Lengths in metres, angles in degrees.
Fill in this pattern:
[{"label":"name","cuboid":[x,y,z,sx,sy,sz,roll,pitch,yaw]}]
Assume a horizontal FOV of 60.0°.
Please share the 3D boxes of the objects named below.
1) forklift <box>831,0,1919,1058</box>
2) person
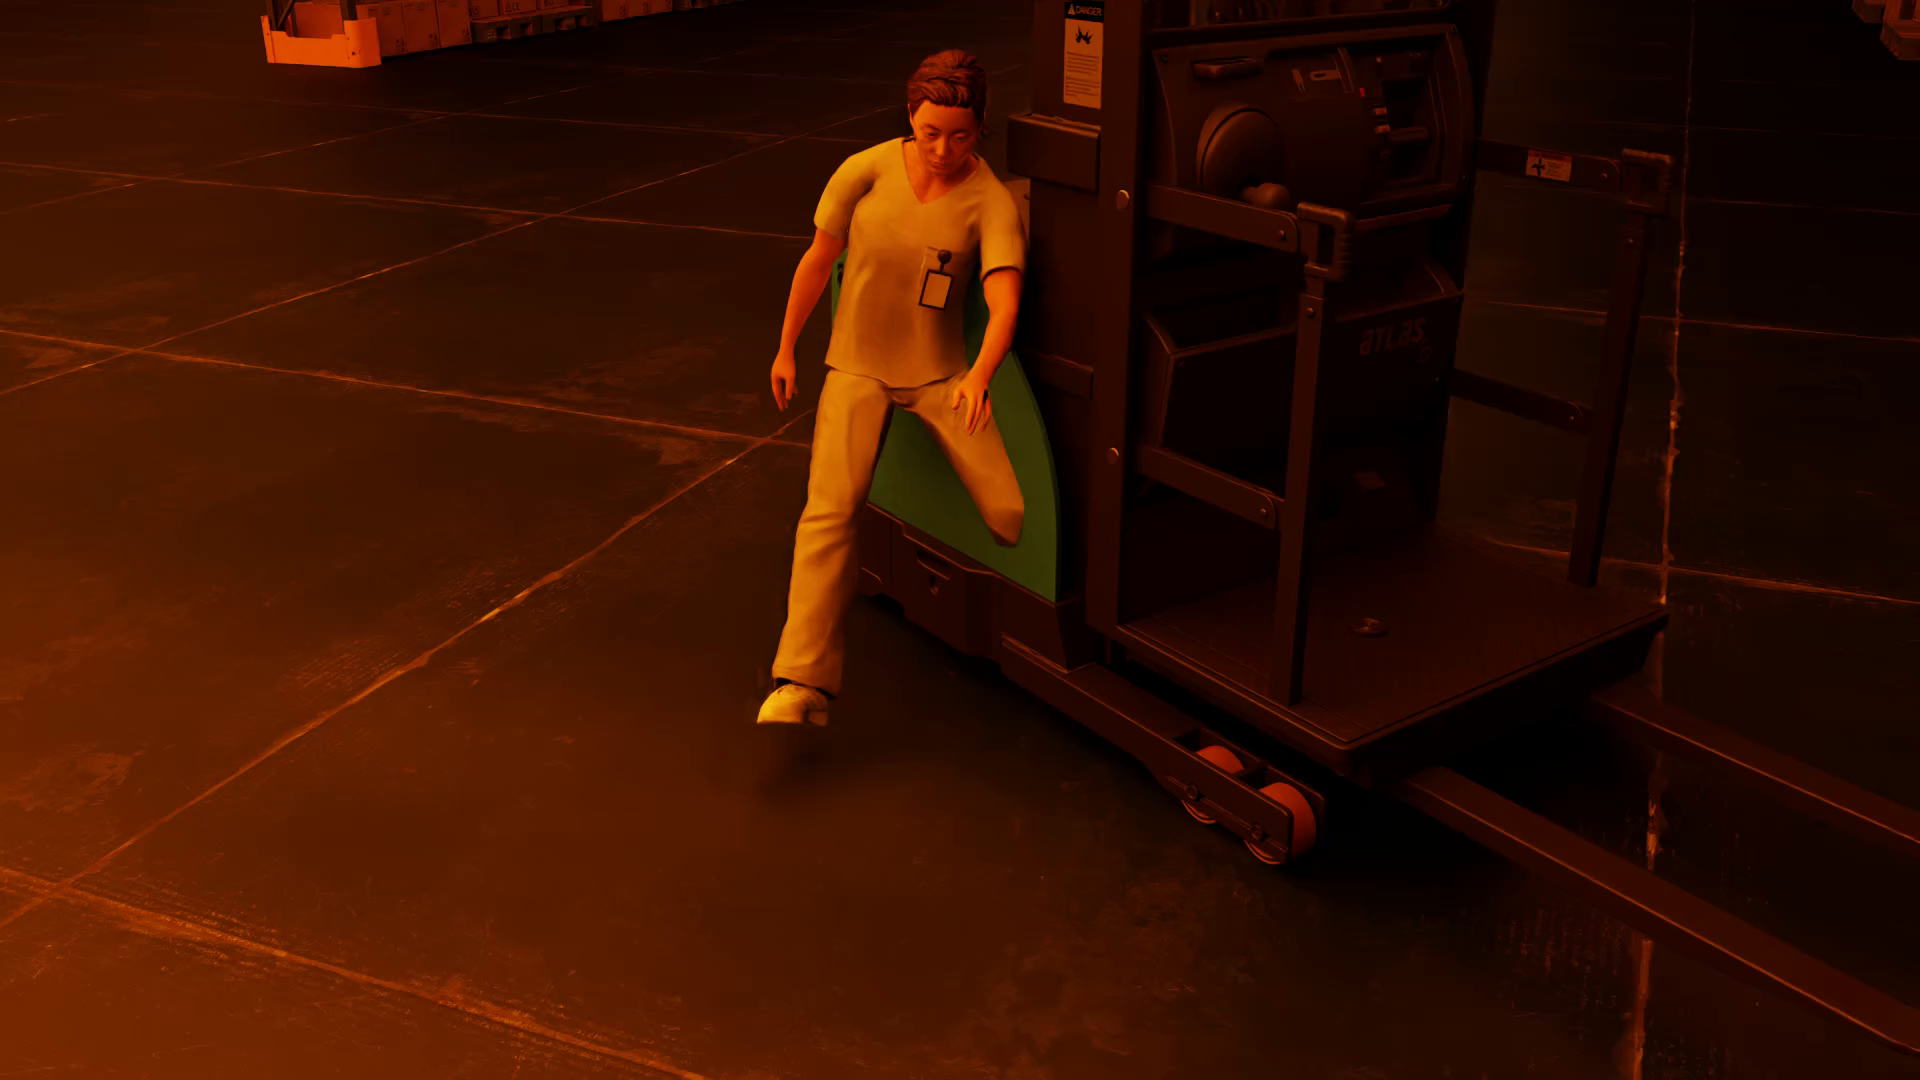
[{"label":"forklift","cuboid":[0.904,-0.888,3.417,1.130,2.935,3.031,-16,27,-33]},{"label":"person","cuboid":[-0.067,-0.338,3.825,0.829,1.504,0.966,2,23,5]}]
